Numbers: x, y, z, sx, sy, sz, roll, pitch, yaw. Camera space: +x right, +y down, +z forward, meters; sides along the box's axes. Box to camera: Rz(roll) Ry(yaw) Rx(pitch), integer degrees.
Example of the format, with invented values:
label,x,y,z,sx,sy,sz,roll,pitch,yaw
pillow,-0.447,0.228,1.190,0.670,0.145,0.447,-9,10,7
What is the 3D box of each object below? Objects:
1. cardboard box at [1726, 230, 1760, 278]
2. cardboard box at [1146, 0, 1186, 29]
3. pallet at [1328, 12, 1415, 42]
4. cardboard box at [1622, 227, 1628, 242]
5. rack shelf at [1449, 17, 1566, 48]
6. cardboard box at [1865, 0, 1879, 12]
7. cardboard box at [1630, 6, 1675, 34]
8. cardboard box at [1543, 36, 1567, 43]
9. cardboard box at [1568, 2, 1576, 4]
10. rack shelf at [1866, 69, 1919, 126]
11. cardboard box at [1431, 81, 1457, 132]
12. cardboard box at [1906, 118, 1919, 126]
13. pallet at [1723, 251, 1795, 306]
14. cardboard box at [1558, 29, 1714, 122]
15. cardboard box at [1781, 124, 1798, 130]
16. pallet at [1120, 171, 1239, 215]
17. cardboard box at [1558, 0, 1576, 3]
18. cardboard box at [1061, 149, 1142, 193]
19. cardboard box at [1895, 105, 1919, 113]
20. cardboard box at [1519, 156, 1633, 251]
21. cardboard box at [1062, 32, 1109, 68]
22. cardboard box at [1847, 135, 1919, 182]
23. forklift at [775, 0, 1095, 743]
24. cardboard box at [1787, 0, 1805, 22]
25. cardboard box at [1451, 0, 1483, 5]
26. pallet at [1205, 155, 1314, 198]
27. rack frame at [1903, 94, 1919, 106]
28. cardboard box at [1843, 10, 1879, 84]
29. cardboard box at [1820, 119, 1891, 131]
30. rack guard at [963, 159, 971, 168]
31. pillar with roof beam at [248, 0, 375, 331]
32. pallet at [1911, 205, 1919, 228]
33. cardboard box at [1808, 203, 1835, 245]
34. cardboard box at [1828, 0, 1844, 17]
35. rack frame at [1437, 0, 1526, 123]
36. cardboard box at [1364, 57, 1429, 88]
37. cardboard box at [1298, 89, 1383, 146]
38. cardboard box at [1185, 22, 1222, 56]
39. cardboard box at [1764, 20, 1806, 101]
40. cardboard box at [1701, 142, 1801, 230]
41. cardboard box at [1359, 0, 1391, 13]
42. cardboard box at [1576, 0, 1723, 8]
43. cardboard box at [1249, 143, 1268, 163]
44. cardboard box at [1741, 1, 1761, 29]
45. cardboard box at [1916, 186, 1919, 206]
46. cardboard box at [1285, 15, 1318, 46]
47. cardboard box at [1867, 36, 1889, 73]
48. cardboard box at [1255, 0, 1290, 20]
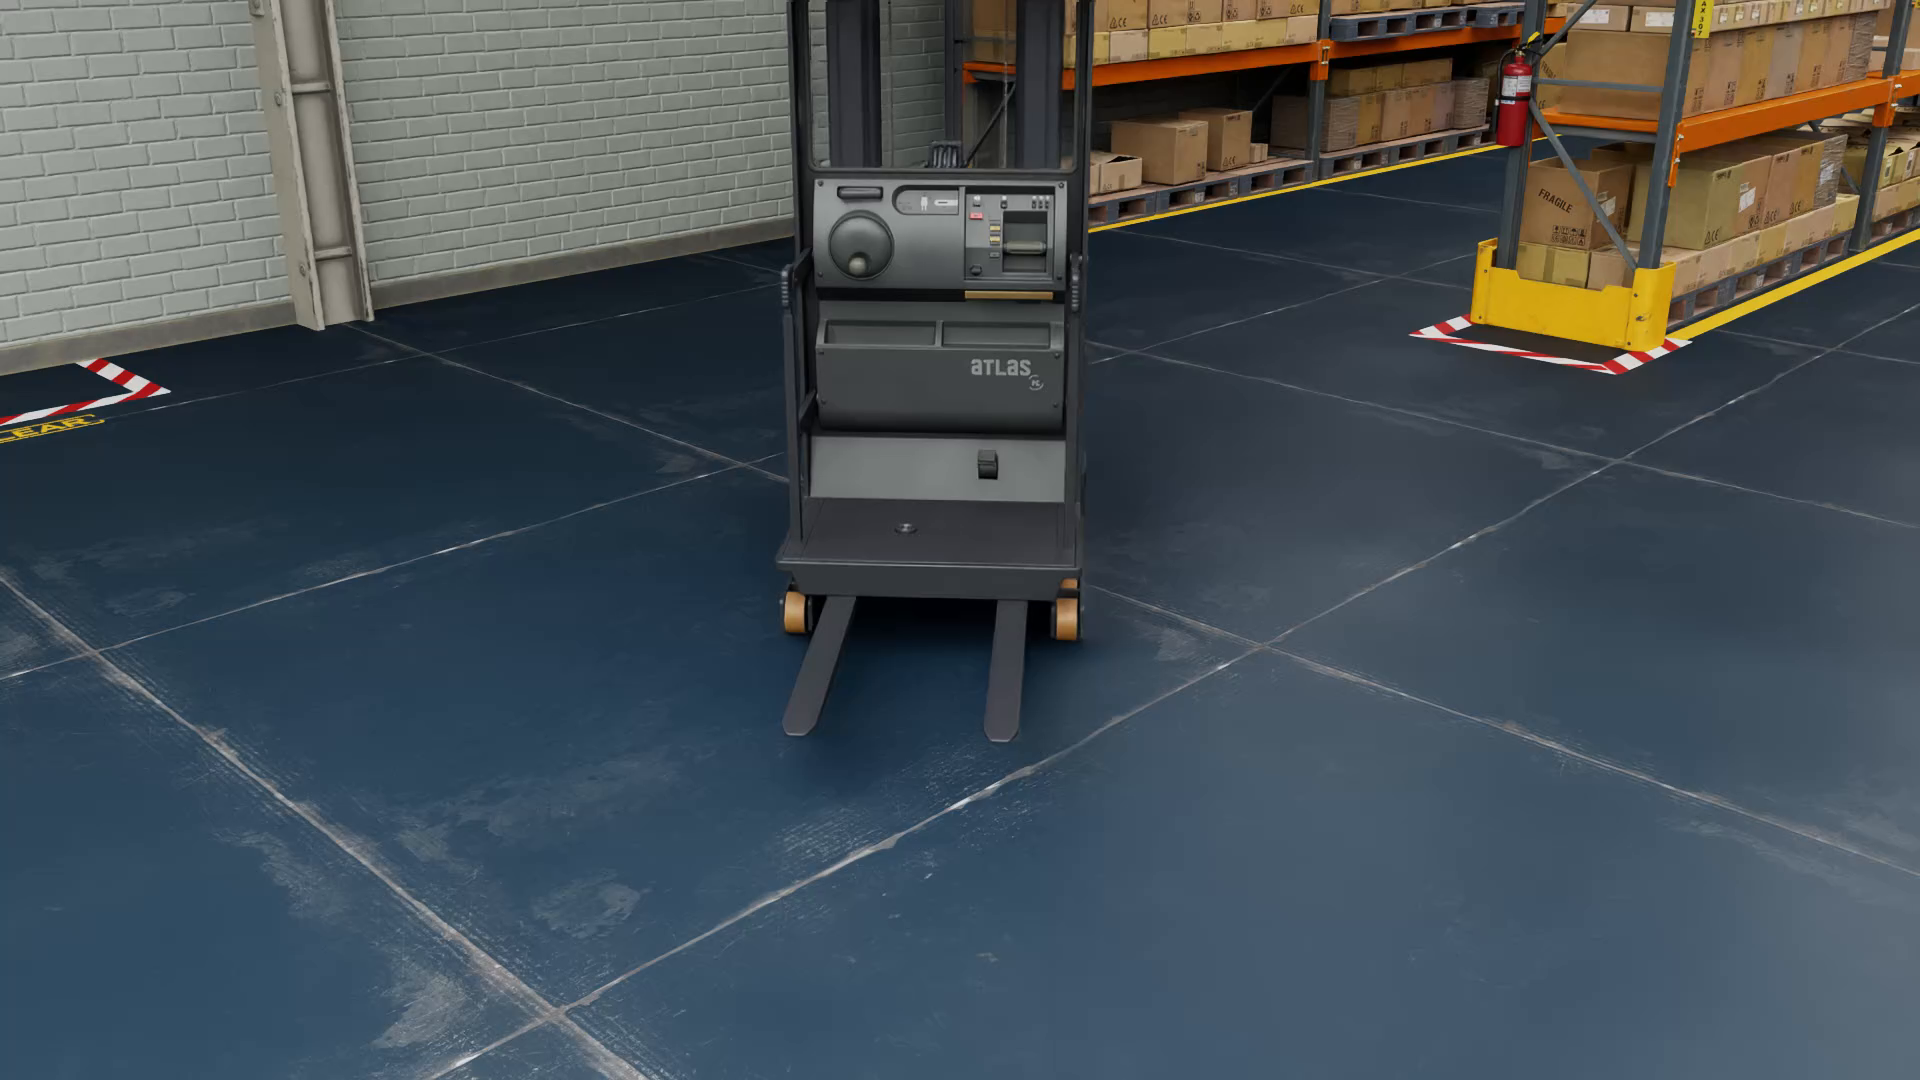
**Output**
label,x,y,z,sx,sy,sz,roll,pitch,yaw
cardboard box,5.058,-1.973,11.274,0.500,0.250,0.500,19,28,41
cardboard box,1.543,-4.552,13.873,0.500,0.500,0.500,18,27,39
pallet,3.705,-5.058,16.321,1.003,0.211,1.213,19,28,41
cardboard box,4.332,-1.976,11.283,0.500,0.250,0.500,19,28,41
rack shelf,7.254,-6.194,20.012,1.077,0.370,4.000,19,28,41
cardboard box,6.410,-3.912,12.027,0.380,0.149,0.250,19,28,40
cardboard box,4.257,-3.117,9.960,0.380,0.149,0.250,19,28,40
cardboard box,7.081,-5.588,19.844,0.750,0.750,0.750,19,28,40
cardboard box,6.944,-6.209,19.369,0.250,0.149,0.380,-19,28,-41
rack shelf,8.015,-3.927,14.113,1.077,0.370,4.000,19,28,41
cardboard box,4.951,-4.753,18.130,0.700,0.500,0.500,19,28,41
cardboard box,8.509,-3.491,14.441,0.500,0.311,0.500,19,28,40
pallet,5.184,-1.938,11.823,1.003,0.211,1.213,19,28,41
cardboard box,4.164,-2.884,10.258,0.700,0.500,0.500,19,28,41
cardboard box,6.072,-2.971,12.824,0.500,0.500,0.500,19,28,41
pallet,1.774,-3.189,15.078,1.003,0.211,1.213,19,28,41
cardboard box,6.753,-6.404,18.973,0.500,0.500,0.500,-19,28,-40
cardboard box,1.222,-3.212,14.384,0.500,0.311,0.500,-17,27,-38
cardboard box,8.834,-3.890,15.480,0.500,0.311,0.500,-19,28,-40
cardboard box,3.990,-2.195,10.808,0.500,0.500,0.500,19,28,41
cardboard box,0.845,-3.945,13.338,0.500,0.250,0.500,18,28,39
cardboard box,7.439,-3.094,13.410,0.500,0.311,0.500,19,28,40
forklift,-0.085,-1.115,5.891,1.130,2.935,3.031,1,21,4
cardboard box,5.330,-3.512,10.987,0.380,0.149,0.250,20,28,41
cardboard box,5.167,-5.994,17.736,0.700,0.500,0.500,16,26,36
pallet,2.625,-3.505,15.898,1.003,0.211,1.213,19,28,41
rack frame,9.410,-4.777,15.322,1.000,3.000,0.127,19,28,41
cardboard box,6.315,-3.680,12.328,0.700,0.500,0.500,18,28,39
cardboard box,7.758,-3.490,14.440,0.500,0.311,0.500,19,28,40
rack guard,0.330,-2.812,13.694,1.175,0.500,0.348,19,28,41
pillar with roof beam,-0.955,-4.536,6.334,9.100,9.000,0.400,19,28,41
pallet,7.957,-2.961,14.485,1.003,0.211,1.213,19,28,41
cardboard box,6.097,-2.361,12.284,0.500,0.250,0.500,19,28,41
cardboard box,5.872,-3.714,11.512,0.380,0.149,0.250,19,28,40
rack frame,5.858,-6.016,18.545,1.000,3.000,0.127,19,28,41
cardboard box,4.596,-4.942,17.577,0.500,0.250,0.500,19,28,40
cardboard box,3.894,-4.365,17.121,0.700,0.500,0.500,19,28,40
cardboard box,1.911,-4.341,14.368,0.500,0.250,0.500,20,28,41
cardboard box,5.242,-3.283,11.295,0.500,0.500,0.700,-19,28,-40
cardboard box,5.411,-2.450,11.470,0.500,0.500,0.500,19,28,41
cardboard box,3.842,-5.504,16.460,0.500,0.500,0.700,-17,27,-37
cardboard box,4.201,-3.503,10.060,0.700,0.500,0.500,19,28,41
cardboard box,2.716,-3.725,15.922,0.380,0.166,0.250,15,26,34
cardboard box,4.792,-3.314,10.471,0.380,0.149,0.250,19,28,40
cardboard box,7.796,-2.968,13.862,0.500,0.250,0.500,18,28,39
cardboard box,2.955,-4.729,15.379,0.500,0.250,0.500,19,28,41
cardboard box,6.932,-3.816,13.031,0.500,0.250,0.500,-18,27,-39
cardboard box,2.616,-4.948,14.904,0.500,0.500,0.500,19,28,40
